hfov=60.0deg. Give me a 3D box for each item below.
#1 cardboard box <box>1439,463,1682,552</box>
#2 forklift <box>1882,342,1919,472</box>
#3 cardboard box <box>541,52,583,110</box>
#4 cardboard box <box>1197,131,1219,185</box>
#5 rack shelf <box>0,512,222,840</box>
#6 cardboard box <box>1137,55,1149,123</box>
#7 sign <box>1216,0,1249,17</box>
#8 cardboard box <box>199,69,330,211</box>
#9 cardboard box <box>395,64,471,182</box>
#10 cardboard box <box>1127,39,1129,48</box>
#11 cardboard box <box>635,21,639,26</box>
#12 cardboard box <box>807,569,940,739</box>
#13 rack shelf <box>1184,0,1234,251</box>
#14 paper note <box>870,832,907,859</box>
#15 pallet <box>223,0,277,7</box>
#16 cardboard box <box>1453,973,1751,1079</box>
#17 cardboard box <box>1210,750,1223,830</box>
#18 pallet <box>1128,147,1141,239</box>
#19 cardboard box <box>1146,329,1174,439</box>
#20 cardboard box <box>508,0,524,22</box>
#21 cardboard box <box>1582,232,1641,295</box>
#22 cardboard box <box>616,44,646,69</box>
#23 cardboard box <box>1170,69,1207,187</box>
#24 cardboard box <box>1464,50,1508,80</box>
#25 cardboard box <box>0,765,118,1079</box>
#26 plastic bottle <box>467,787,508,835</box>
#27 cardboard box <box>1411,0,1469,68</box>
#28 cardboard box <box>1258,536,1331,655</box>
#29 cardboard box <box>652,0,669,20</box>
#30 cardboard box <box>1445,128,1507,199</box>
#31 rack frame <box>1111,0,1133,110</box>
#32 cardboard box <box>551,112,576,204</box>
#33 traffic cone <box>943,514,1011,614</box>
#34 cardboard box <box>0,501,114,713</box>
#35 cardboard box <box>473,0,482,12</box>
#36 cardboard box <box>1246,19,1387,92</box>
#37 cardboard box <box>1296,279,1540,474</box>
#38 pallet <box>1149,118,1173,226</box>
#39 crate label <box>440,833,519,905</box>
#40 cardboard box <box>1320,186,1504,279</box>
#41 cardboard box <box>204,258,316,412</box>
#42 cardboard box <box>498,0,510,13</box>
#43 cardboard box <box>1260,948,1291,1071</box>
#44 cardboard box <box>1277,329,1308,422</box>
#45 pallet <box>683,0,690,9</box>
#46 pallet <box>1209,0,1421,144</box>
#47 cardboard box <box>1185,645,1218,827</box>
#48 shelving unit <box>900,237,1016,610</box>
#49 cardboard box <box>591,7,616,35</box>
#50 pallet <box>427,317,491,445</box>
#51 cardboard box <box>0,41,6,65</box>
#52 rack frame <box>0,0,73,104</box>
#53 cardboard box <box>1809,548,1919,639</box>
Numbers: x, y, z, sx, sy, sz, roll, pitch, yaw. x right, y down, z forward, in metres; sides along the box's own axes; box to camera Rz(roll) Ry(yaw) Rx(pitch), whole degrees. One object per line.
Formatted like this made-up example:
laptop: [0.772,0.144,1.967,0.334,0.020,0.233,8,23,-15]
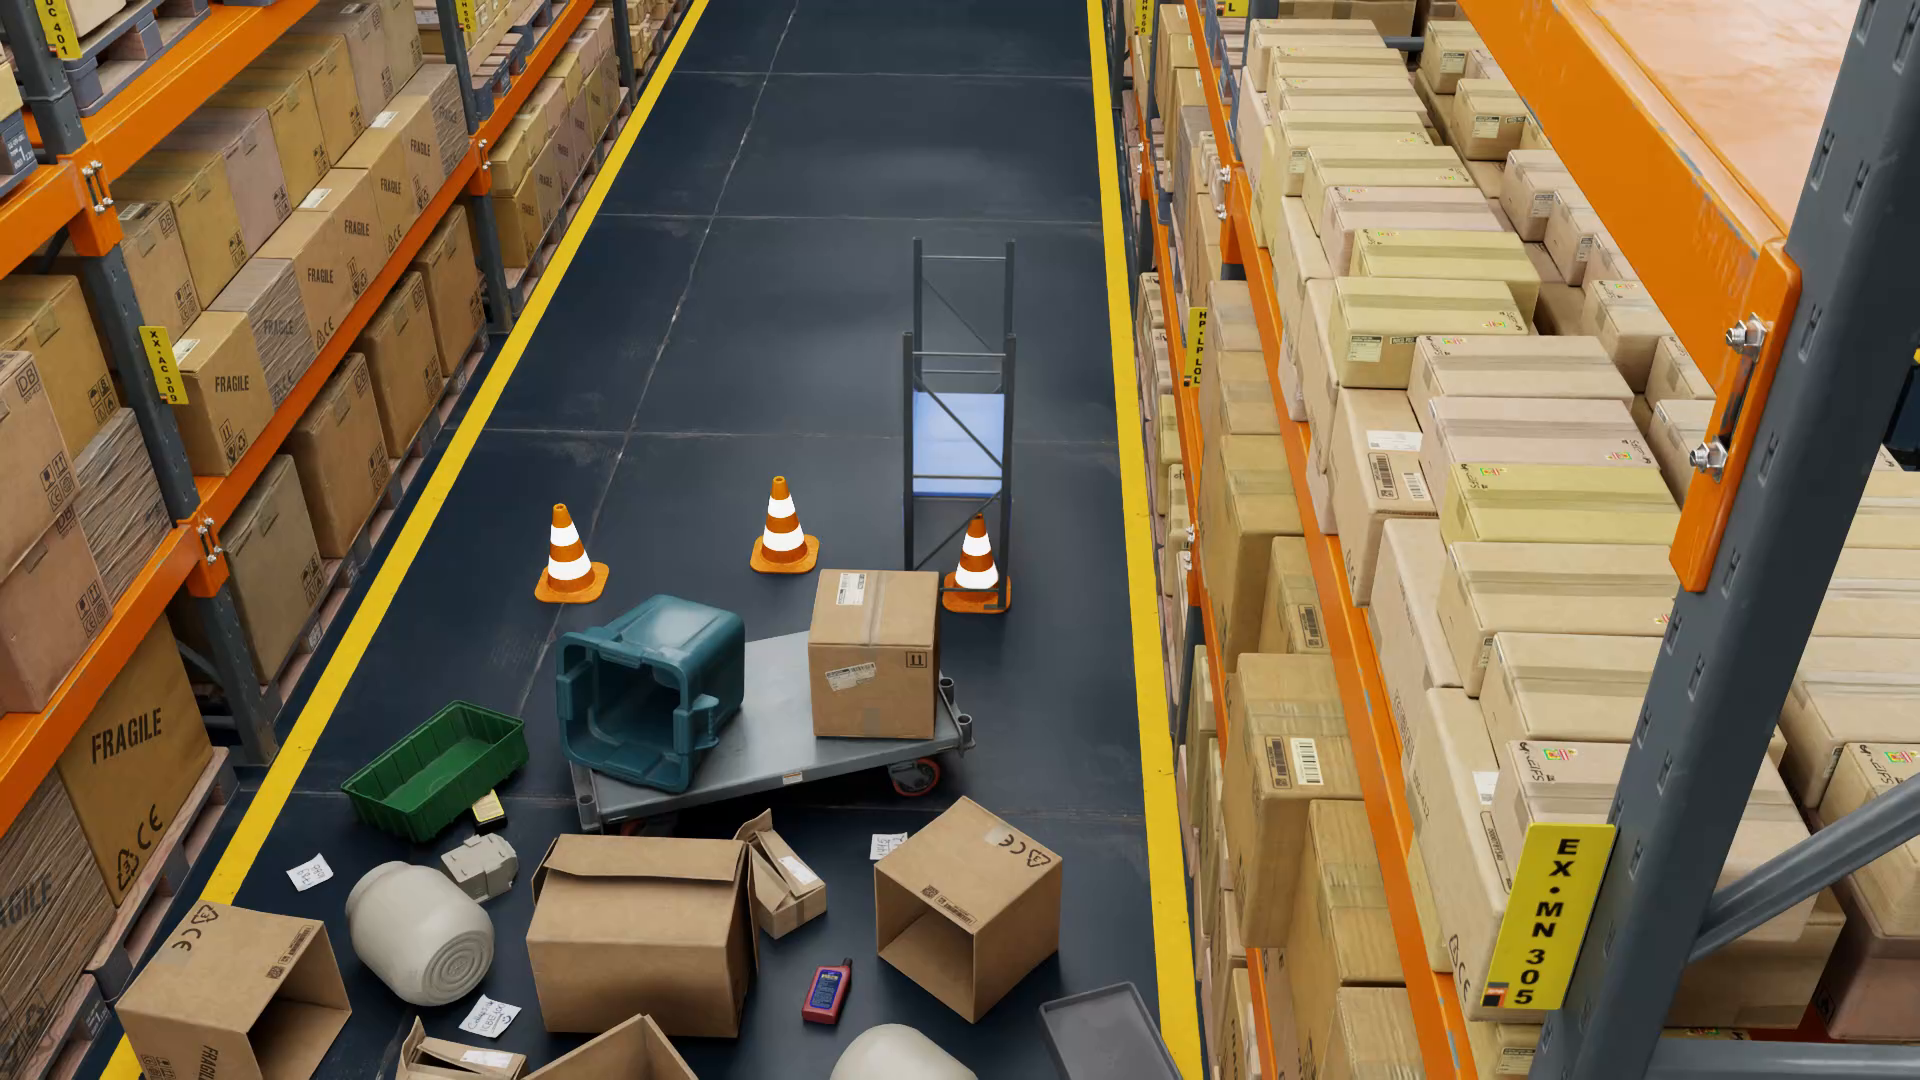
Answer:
cardboard box: [1.094,-0.010,3.017,0.380,0.149,0.250,2,35,2]
forklift: [3.958,-0.783,7.261,3.031,2.935,1.130,13,37,18]
cardboard box: [-3.014,-3.293,11.929,0.500,0.250,0.500,0,35,0]
cardboard box: [1.229,-1.642,7.148,0.380,0.149,0.250,0,35,0]
rack shelf: [-3.597,1.170,5.048,1.077,0.370,4.000,1,35,2]
cardboard box: [1.355,-2.750,10.131,0.500,0.250,0.500,0,35,0]
sign: [0.879,-1.828,5.287,0.100,0.325,0.005,1,35,2]
cardboard box: [-3.442,-1.885,7.812,0.700,0.500,0.500,1,35,1]
cardboard box: [-3.106,-2.347,9.340,0.500,0.500,0.500,1,35,2]
cardboard box: [1.887,-4.295,14.062,0.875,0.438,0.875,1,35,1]
cardboard box: [-2.940,-4.345,14.125,0.380,0.149,0.250,2,35,2]
cardboard box: [-0.346,0.472,6.931,0.500,0.500,0.500,1,35,2]
rack shelf: [1.514,-2.299,7.375,1.077,0.370,4.000,1,35,2]
paper note: [-0.292,1.263,6.872,0.148,0.019,0.142,1,35,2]
pallet: [-3.371,-2.708,7.495,1.003,0.211,1.213,3,35,4]
cardboard box: [1.008,0.745,2.637,0.380,0.149,0.250,1,35,2]
cardboard box: [1.056,0.862,5.670,0.380,0.149,0.250,3,35,4]
pallet: [1.753,-2.525,12.105,1.003,0.211,1.213,1,35,2]
cardboard box: [1.540,-0.863,9.236,0.950,0.372,0.625,1,35,1]
cardboard box: [-3.097,-3.510,10.935,0.380,0.149,0.250,2,35,3]
cardboard box: [1.672,-0.588,3.840,0.380,0.149,0.250,2,35,3]
cardboard box: [-2.860,-4.077,14.002,0.380,0.149,0.250,0,35,0]
cardboard box: [1.316,-1.992,8.210,0.500,0.500,0.500,2,35,3]
cardboard box: [1.705,-1.330,4.895,0.380,0.149,0.250,0,35,1]
cardboard box: [-3.644,1.302,5.717,0.875,0.875,0.875,2,35,2]
plastic bottle: [-2.020,1.122,7.046,0.133,0.061,0.283,-17,38,-22]
cardboard box: [1.858,-1.881,5.920,0.500,0.250,0.500,0,35,1]
cardboard box: [1.180,0.341,4.386,0.700,0.500,0.500,1,35,2]
cardboard box: [-2.848,-4.823,15.064,0.380,0.149,0.250,0,35,1]
cardboard box: [1.665,-0.955,4.708,0.500,0.250,0.500,1,35,1]
rack frame: [1.755,-4.813,12.936,1.000,3.000,0.127,1,35,2]
cardboard box: [-3.040,-2.705,11.745,0.500,0.500,0.500,0,35,1]
traffic cone: [0.084,0.076,8.185,0.336,0.463,0.334,1,35,2]
cardboard box: [-3.519,0.194,5.681,0.875,0.550,0.550,1,35,2]
cardboard box: [-3.136,-3.299,10.118,0.380,0.149,0.250,0,35,1]
cardboard box: [1.095,-1.494,5.130,0.380,0.149,0.250,1,35,1]
cardboard box: [1.080,-0.384,3.897,0.500,0.250,0.500,2,35,2]
pallet: [1.672,-2.025,9.135,1.213,0.211,1.003,1,35,2]
crate label: [-1.942,1.319,6.700,0.298,0.136,0.250,-24,42,-30]
cardboard box: [1.097,-0.745,4.063,0.380,0.149,0.250,1,35,1]
cardboard box: [-3.207,-0.900,7.281,0.500,0.500,0.500,2,35,2]
cardboard box: [-3.110,-3.490,10.647,0.380,0.149,0.250,1,35,2]
cardboard box: [1.068,1.025,4.283,0.500,0.500,0.500,1,35,2]
cardboard box: [1.036,-0.430,4.308,0.380,0.149,0.250,1,35,1]
pallet: [-3.106,-5.517,16.363,1.003,0.211,1.213,1,35,2]
pallet: [1.565,-1.720,6.089,1.213,0.211,1.003,1,35,2]
cardboard box: [1.140,0.762,6.377,0.500,0.500,0.500,3,35,4]
shelving unit: [-0.002,-0.577,8.194,0.538,1.500,1.048,1,34,1]
cardboard box: [-2.974,-4.312,13.819,0.380,0.149,0.250,3,35,4]
pallet: [-3.463,-0.979,9.906,1.003,0.211,1.213,1,35,2]
cardboard box: [-3.280,-1.485,5.011,0.500,0.250,0.500,1,35,1]
rack frame: [-3.517,-2.728,4.751,1.000,3.000,0.127,1,35,2]
cardboard box: [1.557,0.143,2.799,0.380,0.149,0.250,1,35,2]
